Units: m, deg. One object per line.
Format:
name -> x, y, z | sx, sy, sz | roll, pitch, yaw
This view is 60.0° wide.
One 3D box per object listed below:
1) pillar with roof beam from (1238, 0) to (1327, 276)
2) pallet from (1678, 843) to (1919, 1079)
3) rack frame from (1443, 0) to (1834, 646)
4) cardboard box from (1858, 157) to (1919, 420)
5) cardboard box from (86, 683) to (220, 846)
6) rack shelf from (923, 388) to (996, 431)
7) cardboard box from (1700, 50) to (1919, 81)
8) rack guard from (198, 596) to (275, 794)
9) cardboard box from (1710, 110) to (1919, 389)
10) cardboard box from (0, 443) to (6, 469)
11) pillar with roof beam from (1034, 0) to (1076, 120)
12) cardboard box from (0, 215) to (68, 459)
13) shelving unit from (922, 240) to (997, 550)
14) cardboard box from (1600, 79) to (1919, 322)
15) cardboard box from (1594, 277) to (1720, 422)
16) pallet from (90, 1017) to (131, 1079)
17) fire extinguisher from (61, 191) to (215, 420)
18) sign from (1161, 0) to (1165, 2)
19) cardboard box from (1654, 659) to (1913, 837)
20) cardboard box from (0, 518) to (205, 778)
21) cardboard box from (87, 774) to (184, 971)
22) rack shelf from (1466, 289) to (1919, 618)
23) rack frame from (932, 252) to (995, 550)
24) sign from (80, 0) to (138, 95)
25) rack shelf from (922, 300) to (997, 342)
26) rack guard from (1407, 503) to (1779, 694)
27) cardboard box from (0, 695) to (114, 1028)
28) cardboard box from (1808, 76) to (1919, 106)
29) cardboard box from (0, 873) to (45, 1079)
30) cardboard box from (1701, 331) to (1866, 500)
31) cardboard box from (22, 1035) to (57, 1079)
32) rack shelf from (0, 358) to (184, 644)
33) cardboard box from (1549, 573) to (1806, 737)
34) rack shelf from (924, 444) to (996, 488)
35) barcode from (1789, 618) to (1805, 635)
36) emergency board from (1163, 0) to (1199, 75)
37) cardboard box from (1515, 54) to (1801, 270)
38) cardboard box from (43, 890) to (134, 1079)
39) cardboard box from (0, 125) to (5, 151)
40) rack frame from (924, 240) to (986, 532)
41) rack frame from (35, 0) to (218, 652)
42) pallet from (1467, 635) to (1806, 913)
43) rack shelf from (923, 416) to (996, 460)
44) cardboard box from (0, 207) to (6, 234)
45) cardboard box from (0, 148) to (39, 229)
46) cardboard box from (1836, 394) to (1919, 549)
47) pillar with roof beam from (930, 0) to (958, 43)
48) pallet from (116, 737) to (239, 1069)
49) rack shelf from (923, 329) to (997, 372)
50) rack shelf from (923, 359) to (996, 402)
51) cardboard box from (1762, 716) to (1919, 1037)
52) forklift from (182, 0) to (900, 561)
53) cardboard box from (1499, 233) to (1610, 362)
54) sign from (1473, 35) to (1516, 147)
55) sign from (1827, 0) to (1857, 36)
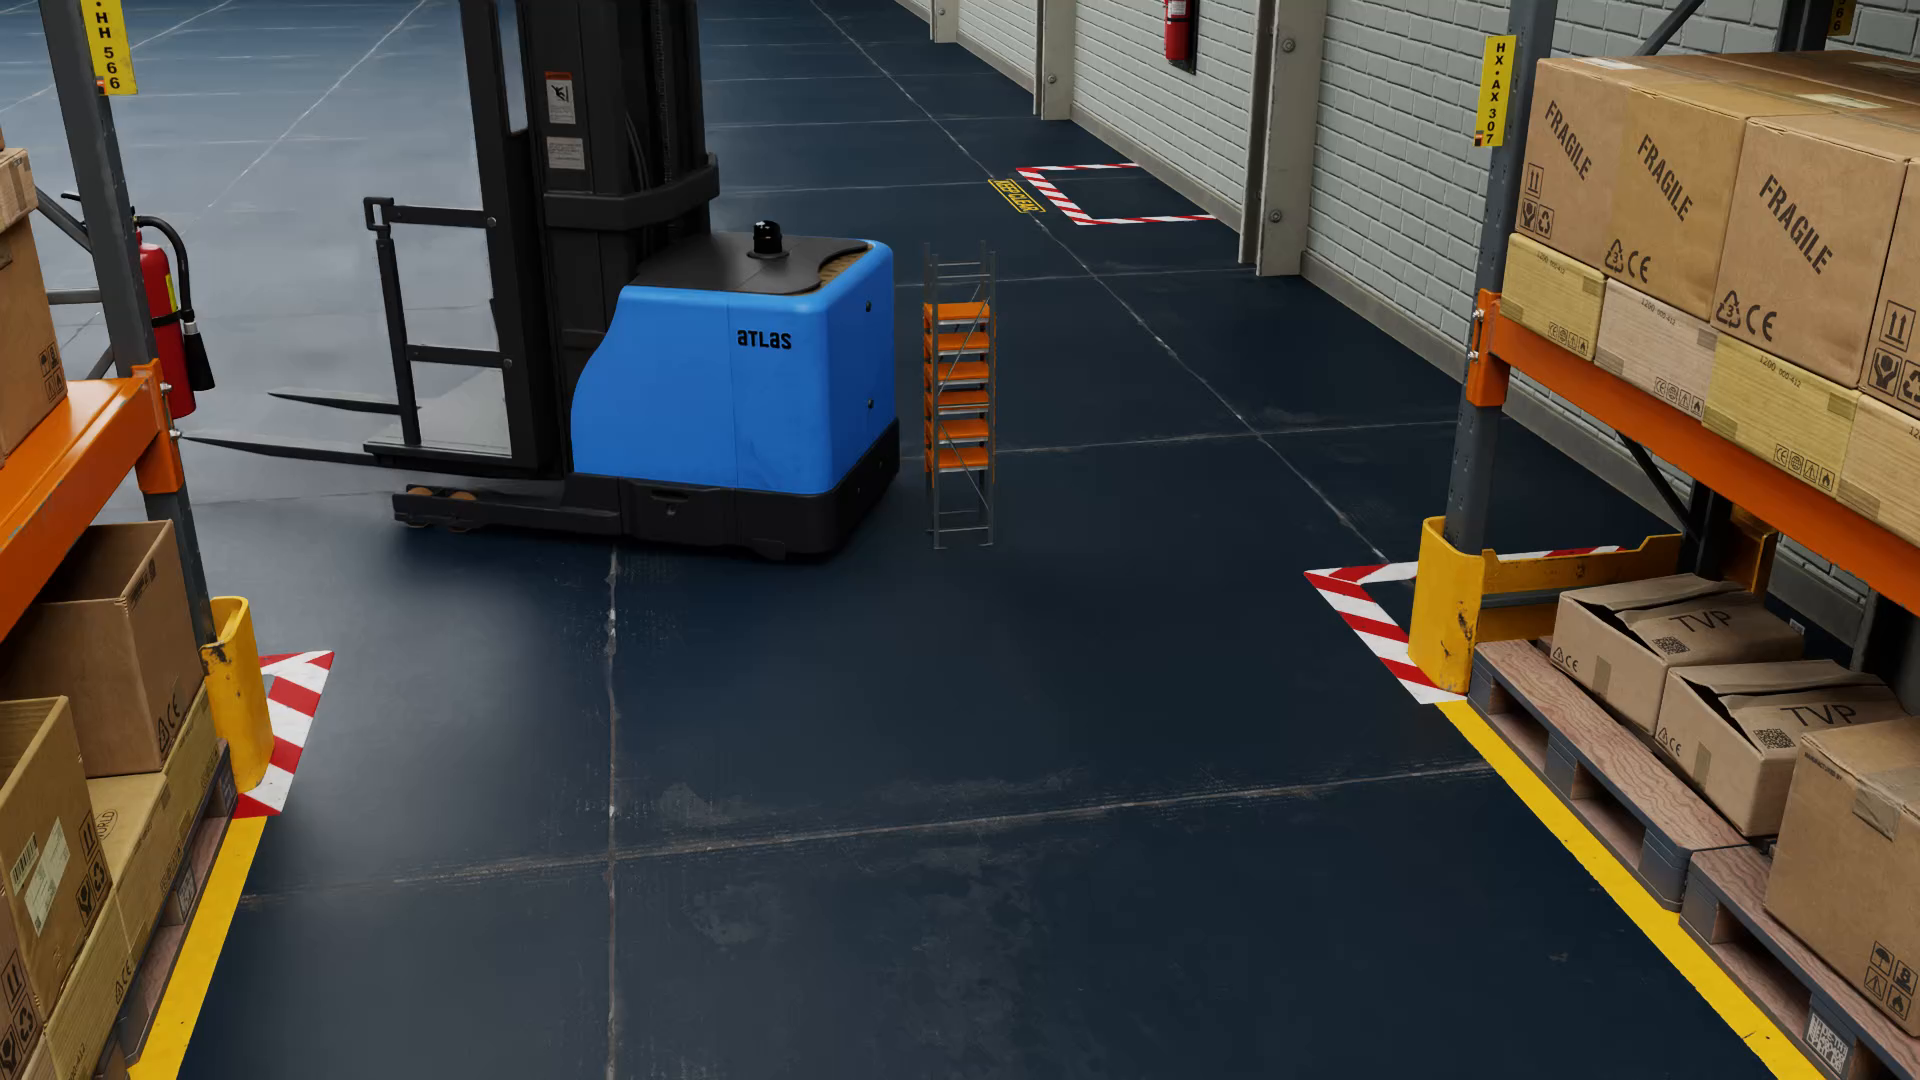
pillar with roof beam -> -2.211, -5.576, 8.273 | 9.100, 9.000, 0.400 | -4, 24, -10
pallet -> 2.502, 1.112, 3.939 | 1.003, 0.211, 1.213 | -4, 24, -10
rack frame -> 2.150, -0.997, 5.284 | 1.000, 3.000, 0.127 | -4, 24, -10
cardboard box -> 2.221, -0.470, 3.303 | 0.500, 0.500, 0.500 | -4, 24, -8
cardboard box -> -2.328, 0.628, 4.474 | 0.500, 0.250, 0.500 | -4, 24, -10
rack shelf -> -0.003, -0.515, 6.541 | 0.258, 0.103, 0.180 | -4, 24, -10
cardboard box -> 2.446, -1.111, 4.771 | 0.500, 0.500, 0.500 | -5, 24, -10
rack guard -> -2.722, 0.508, 4.963 | 1.175, 0.500, 0.348 | -4, 24, -10
cardboard box -> 2.114, -0.672, 3.766 | 0.500, 0.500, 0.500 | -5, 24, -11
cardboard box -> -2.542, -0.283, 3.526 | 0.700, 0.500, 0.500 | -4, 24, -8
pillar with roof beam -> -3.320, -7.936, 13.677 | 9.100, 9.000, 0.400 | -4, 24, -10
cardboard box -> -2.644, -0.490, 3.998 | 0.700, 0.500, 0.500 | -4, 24, -10
shelving unit -> -0.003, -0.556, 6.523 | 0.258, 1.200, 0.189 | -4, 24, -10
cardboard box -> 2.024, -0.875, 4.232 | 0.500, 0.500, 0.500 | -4, 24, -10
cardboard box -> 2.038, -0.518, 4.351 | 0.500, 0.250, 0.500 | -5, 24, -11
pallet -> -2.313, 1.426, 3.221 | 1.003, 0.211, 1.213 | -4, 24, -10
fire extinguisher -> -2.283, -0.674, 4.642 | 0.296, 0.674, 0.183 | -4, 24, -10
sign -> 1.600, -4.362, 12.944 | 0.001, 0.329, 0.234 | -4, 24, -10
cardboard box -> 2.295, 0.537, 4.582 | 0.500, 0.311, 0.500 | -2, 24, -5
cardboard box -> -2.326, 0.284, 4.325 | 0.500, 0.500, 0.500 | -4, 24, -10
cardboard box -> -2.224, 0.824, 4.026 | 0.500, 0.250, 0.500 | -4, 24, -10
rack shelf -> 2.520, 0.120, 3.627 | 1.077, 0.370, 4.000 | -4, 24, -10
rack frame -> 0.014, -0.520, 6.440 | 0.240, 1.200, 0.006 | -4, 24, -10
sign -> -2.182, -1.302, 4.241 | 0.100, 0.325, 0.005 | -4, 24, -10
rack shelf -> -0.003, -0.845, 6.397 | 0.258, 0.103, 0.180 | -4, 24, -10
rack guard -> 2.164, 0.179, 5.716 | 1.175, 0.500, 0.348 | -4, 24, -10
cardboard box -> -2.127, 0.677, 3.427 | 0.500, 0.500, 0.500 | -4, 24, -10
cardboard box -> 2.529, -0.912, 4.316 | 0.500, 0.500, 0.500 | -4, 24, -9
cardboard box -> -2.036, 0.873, 2.976 | 0.500, 0.500, 0.500 | -4, 24, -10
cardboard box -> 2.126, -0.317, 3.892 | 0.500, 0.250, 0.500 | -5, 24, -11
cardboard box -> -2.039, 1.217, 3.126 | 0.500, 0.250, 0.500 | -4, 24, -10
rack shelf -> -2.348, 0.488, 2.784 | 1.077, 0.370, 4.000 | -4, 24, -10
cardboard box -> 2.189, 0.313, 5.096 | 0.500, 0.311, 0.500 | -7, 25, -16
rack shelf -> -0.003, -0.295, 6.637 | 0.258, 0.103, 0.180 | -4, 24, -10
barcode -> 2.586, 0.286, 5.145 | 0.001, 0.075, 0.075 | -4, 24, -10
emergency board -> 1.600, -4.120, 12.436 | 0.194, 1.169, 0.643 | -4, 24, -10
cardboard box -> 1.943, -1.071, 4.679 | 0.500, 0.500, 0.500 | -4, 24, -10
cardboard box -> -2.130, 1.021, 3.576 | 0.500, 0.250, 0.500 | -4, 24, -10
cardboard box -> -2.634, -1.063, 3.691 | 0.700, 0.500, 0.500 | -4, 24, -10
rack frame -> -0.020, -0.592, 6.605 | 0.240, 1.200, 0.006 | -4, 24, -10
rack frame -> -2.718, -0.628, 4.441 | 1.000, 3.000, 0.127 | -4, 24, -10
pallet -> 2.279, 0.633, 5.036 | 1.003, 0.211, 1.213 | -4, 24, -10
rack shelf -> -0.003, -0.405, 6.589 | 0.258, 0.103, 0.180 | -4, 24, -10
cardboard box -> -2.410, -0.732, 3.744 | 0.380, 0.149, 0.250 | -4, 24, -8
cardboard box -> -2.460, -0.835, 3.979 | 0.380, 0.149, 0.250 | -5, 24, -11
cardboard box -> 2.218, -0.118, 3.436 | 0.500, 0.250, 0.500 | -4, 24, -9
pillar with roof beam -> -4.430, -10.296, 19.081 | 9.100, 9.000, 0.400 | -4, 24, -10
pallet -> -2.535, 0.947, 4.318 | 1.003, 0.211, 1.213 | -4, 24, -10
rack shelf -> -0.003, -0.735, 6.445 | 0.258, 0.103, 0.180 | -4, 24, -10
rack shelf -> -0.003, -0.625, 6.493 | 0.258, 0.103, 0.180 | -4, 24, -10
cardboard box -> 2.381, 0.743, 3.875 | 0.700, 0.500, 0.500 | -6, 24, -13
forklift -> -1.839, -1.569, 6.680 | 3.031, 2.935, 1.130 | 6, 24, 13
cardboard box -> 1.928, -0.721, 4.817 | 0.500, 0.250, 0.500 | -5, 24, -11
sign -> 1.617, -1.353, 5.019 | 0.100, 0.325, 0.005 | -4, 24, -10
sign -> 2.699, -1.705, 5.065 | 0.100, 0.325, 0.005 | -4, 24, -10
